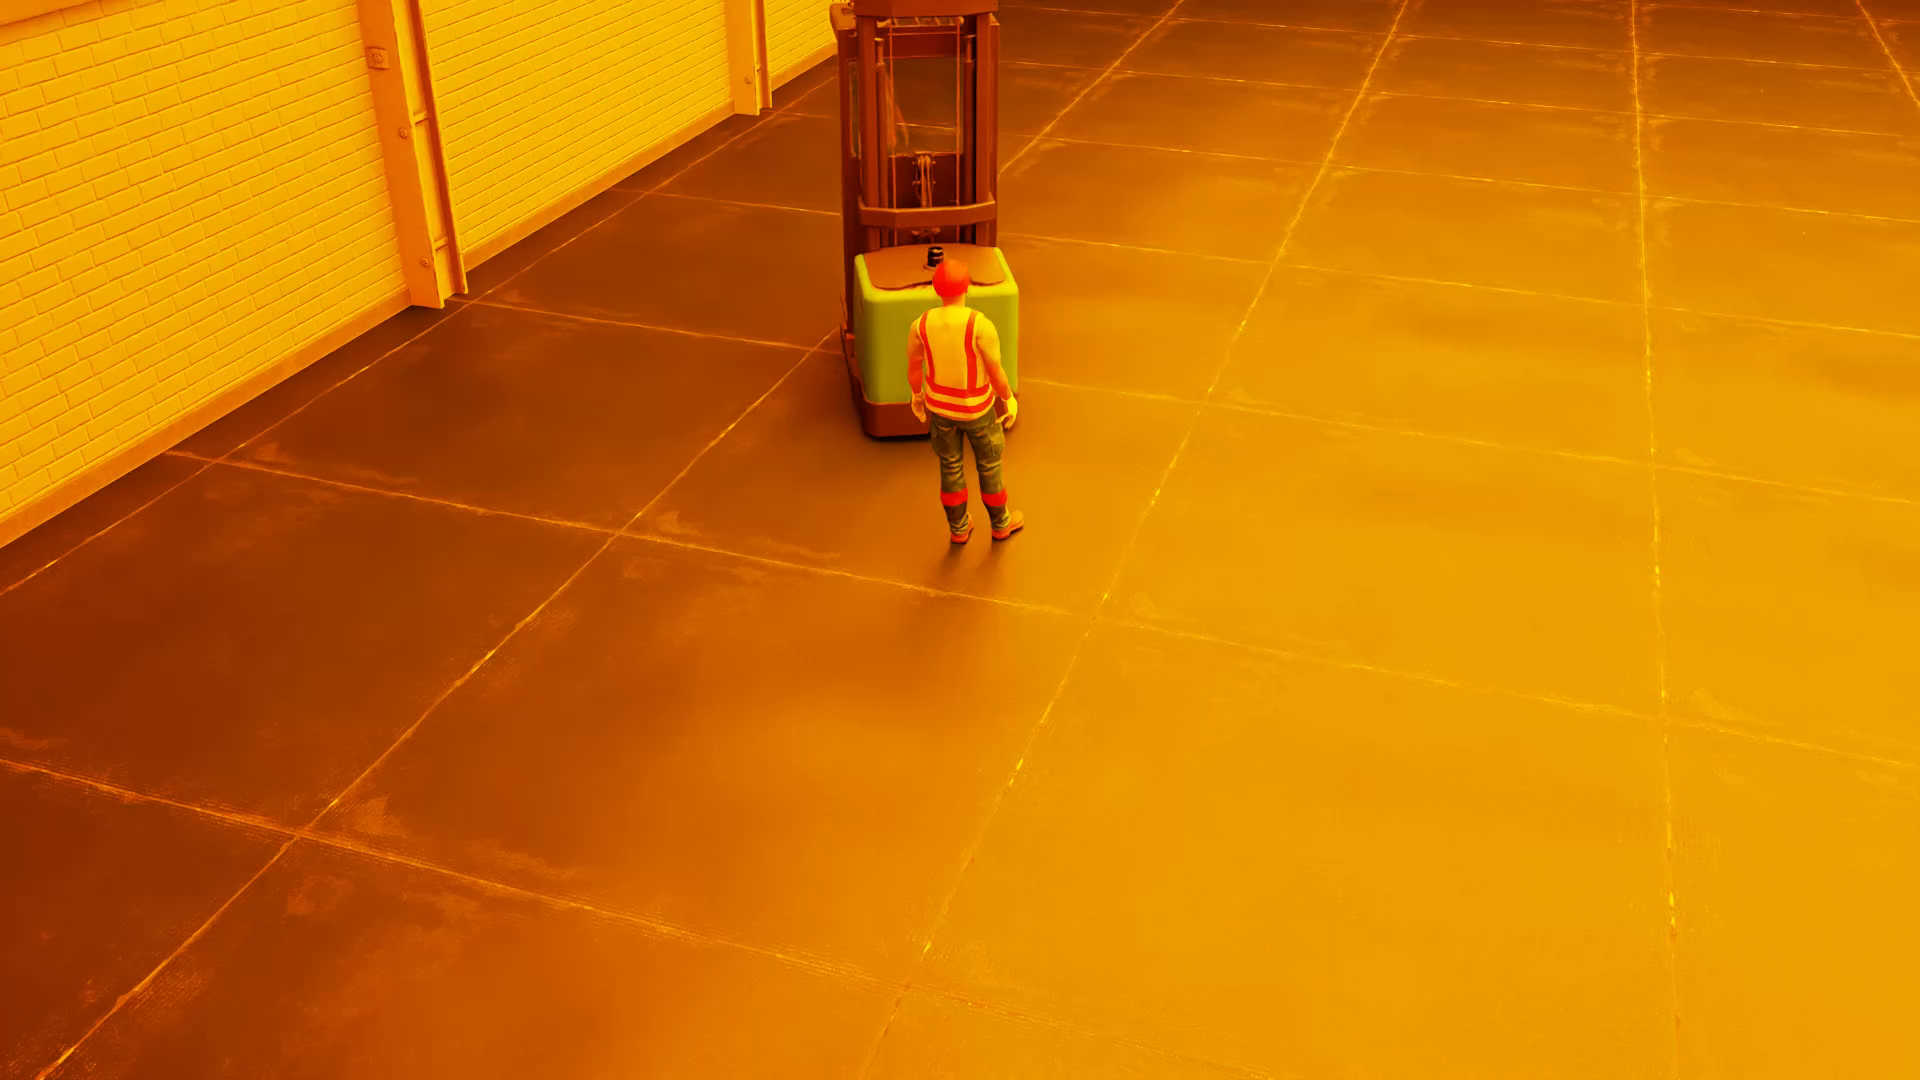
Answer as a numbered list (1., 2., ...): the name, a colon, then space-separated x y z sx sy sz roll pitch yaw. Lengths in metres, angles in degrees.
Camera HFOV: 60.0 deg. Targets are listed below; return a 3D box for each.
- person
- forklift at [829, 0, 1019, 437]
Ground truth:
1. person: 0.038 -0.819 9.712 0.638 1.788 0.563 10 31 16
2. forklift: -0.316 -2.677 11.832 1.130 2.935 3.031 -4 30 -7
